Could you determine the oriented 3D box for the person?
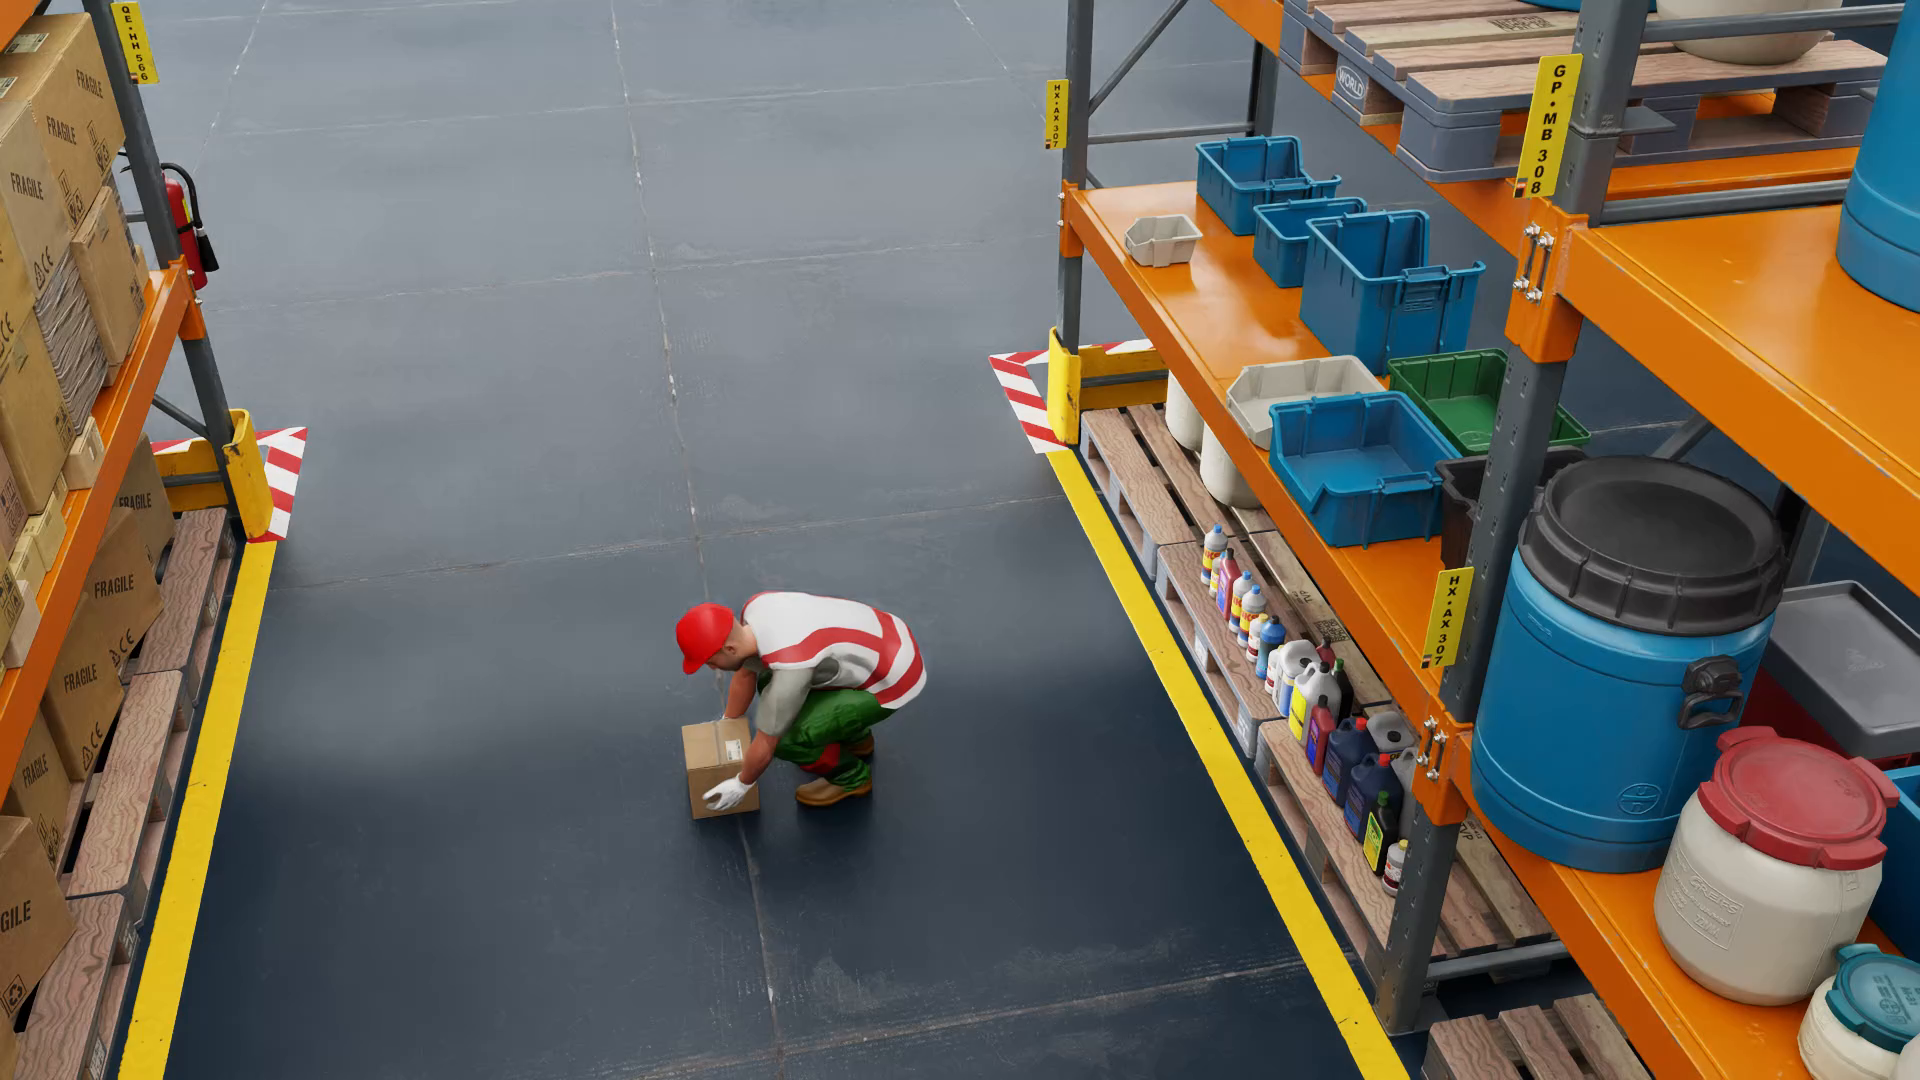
[{"bbox_3d":[-0.563,0.548,6.090,0.886,0.921,0.573,-7,35,-11],"label":"person"}]
